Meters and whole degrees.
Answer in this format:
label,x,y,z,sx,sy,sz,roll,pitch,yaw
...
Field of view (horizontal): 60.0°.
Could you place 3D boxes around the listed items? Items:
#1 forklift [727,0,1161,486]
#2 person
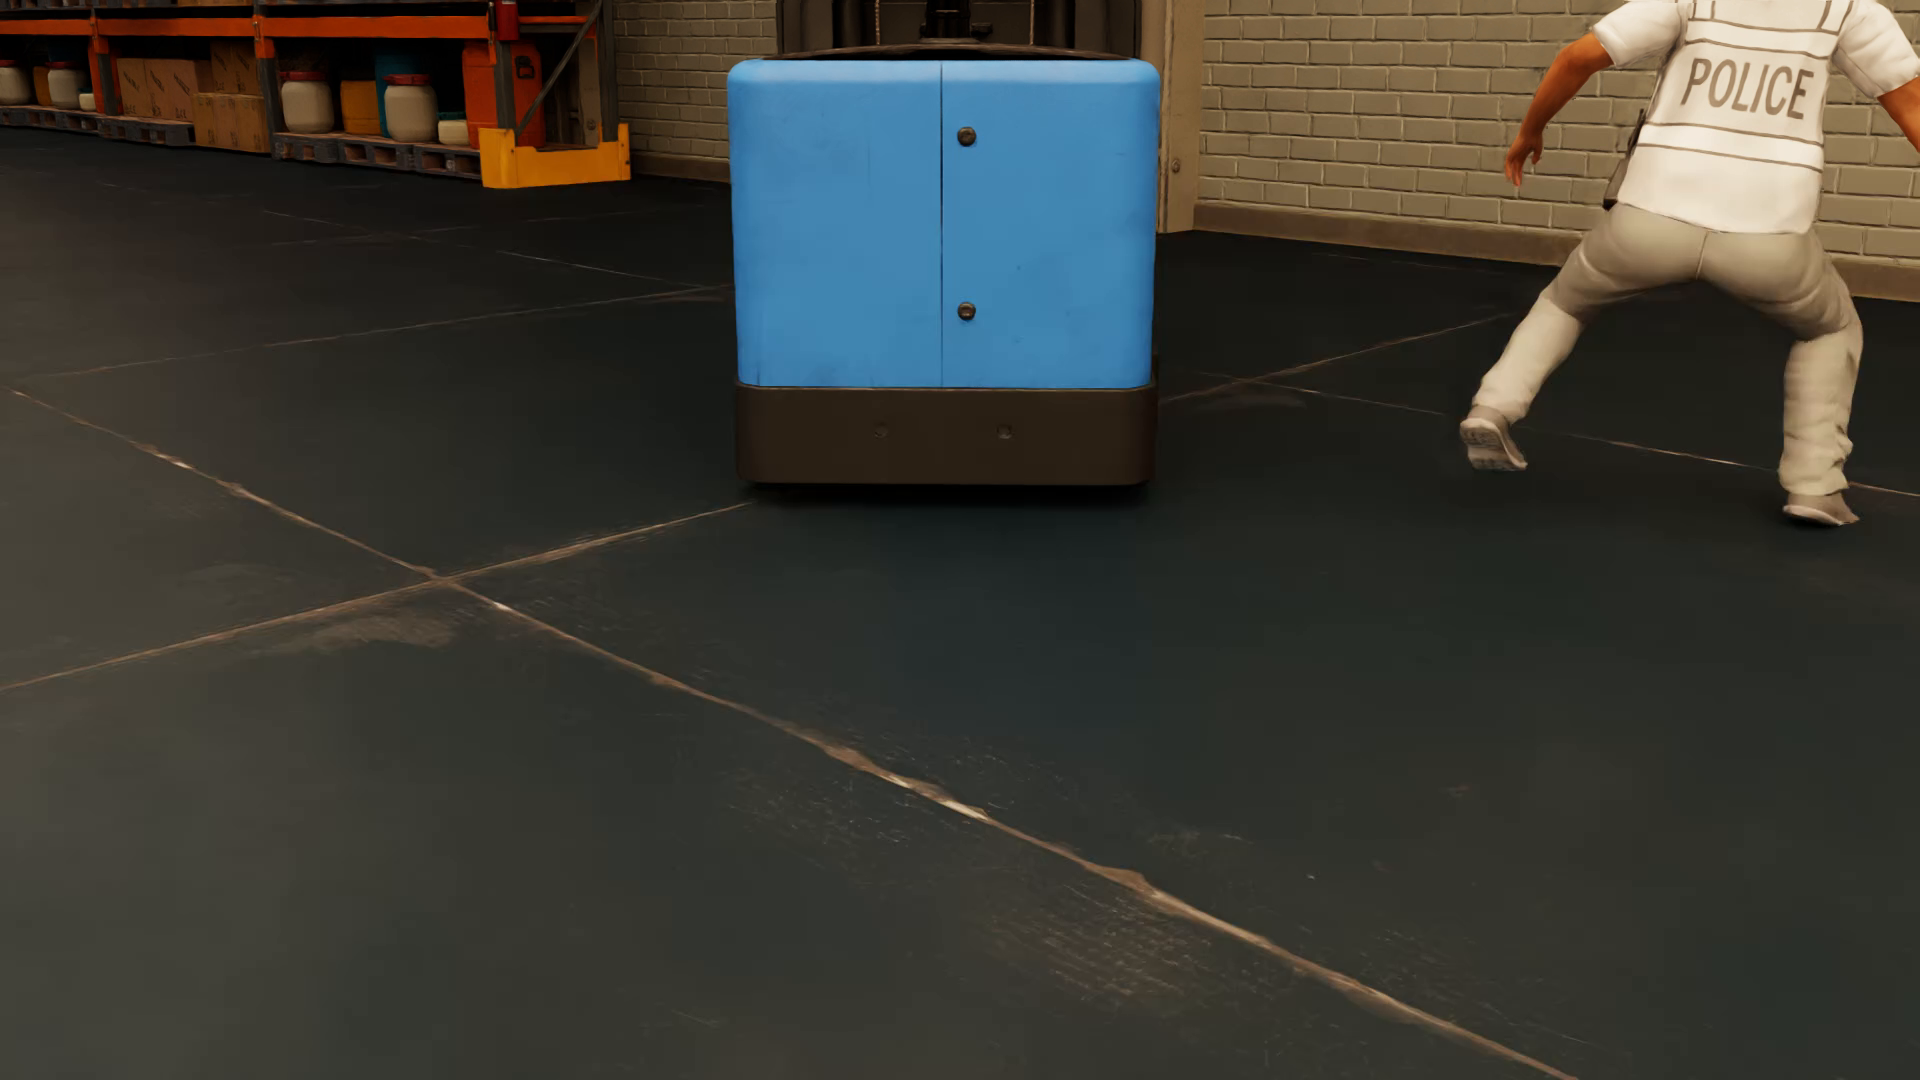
label,x,y,z,sx,sy,sz,roll,pitch,yaw
forklift,0.004,-1.913,5.124,1.130,2.935,3.031,1,17,2
person,1.801,-0.751,3.882,1.102,1.565,0.502,7,18,21
